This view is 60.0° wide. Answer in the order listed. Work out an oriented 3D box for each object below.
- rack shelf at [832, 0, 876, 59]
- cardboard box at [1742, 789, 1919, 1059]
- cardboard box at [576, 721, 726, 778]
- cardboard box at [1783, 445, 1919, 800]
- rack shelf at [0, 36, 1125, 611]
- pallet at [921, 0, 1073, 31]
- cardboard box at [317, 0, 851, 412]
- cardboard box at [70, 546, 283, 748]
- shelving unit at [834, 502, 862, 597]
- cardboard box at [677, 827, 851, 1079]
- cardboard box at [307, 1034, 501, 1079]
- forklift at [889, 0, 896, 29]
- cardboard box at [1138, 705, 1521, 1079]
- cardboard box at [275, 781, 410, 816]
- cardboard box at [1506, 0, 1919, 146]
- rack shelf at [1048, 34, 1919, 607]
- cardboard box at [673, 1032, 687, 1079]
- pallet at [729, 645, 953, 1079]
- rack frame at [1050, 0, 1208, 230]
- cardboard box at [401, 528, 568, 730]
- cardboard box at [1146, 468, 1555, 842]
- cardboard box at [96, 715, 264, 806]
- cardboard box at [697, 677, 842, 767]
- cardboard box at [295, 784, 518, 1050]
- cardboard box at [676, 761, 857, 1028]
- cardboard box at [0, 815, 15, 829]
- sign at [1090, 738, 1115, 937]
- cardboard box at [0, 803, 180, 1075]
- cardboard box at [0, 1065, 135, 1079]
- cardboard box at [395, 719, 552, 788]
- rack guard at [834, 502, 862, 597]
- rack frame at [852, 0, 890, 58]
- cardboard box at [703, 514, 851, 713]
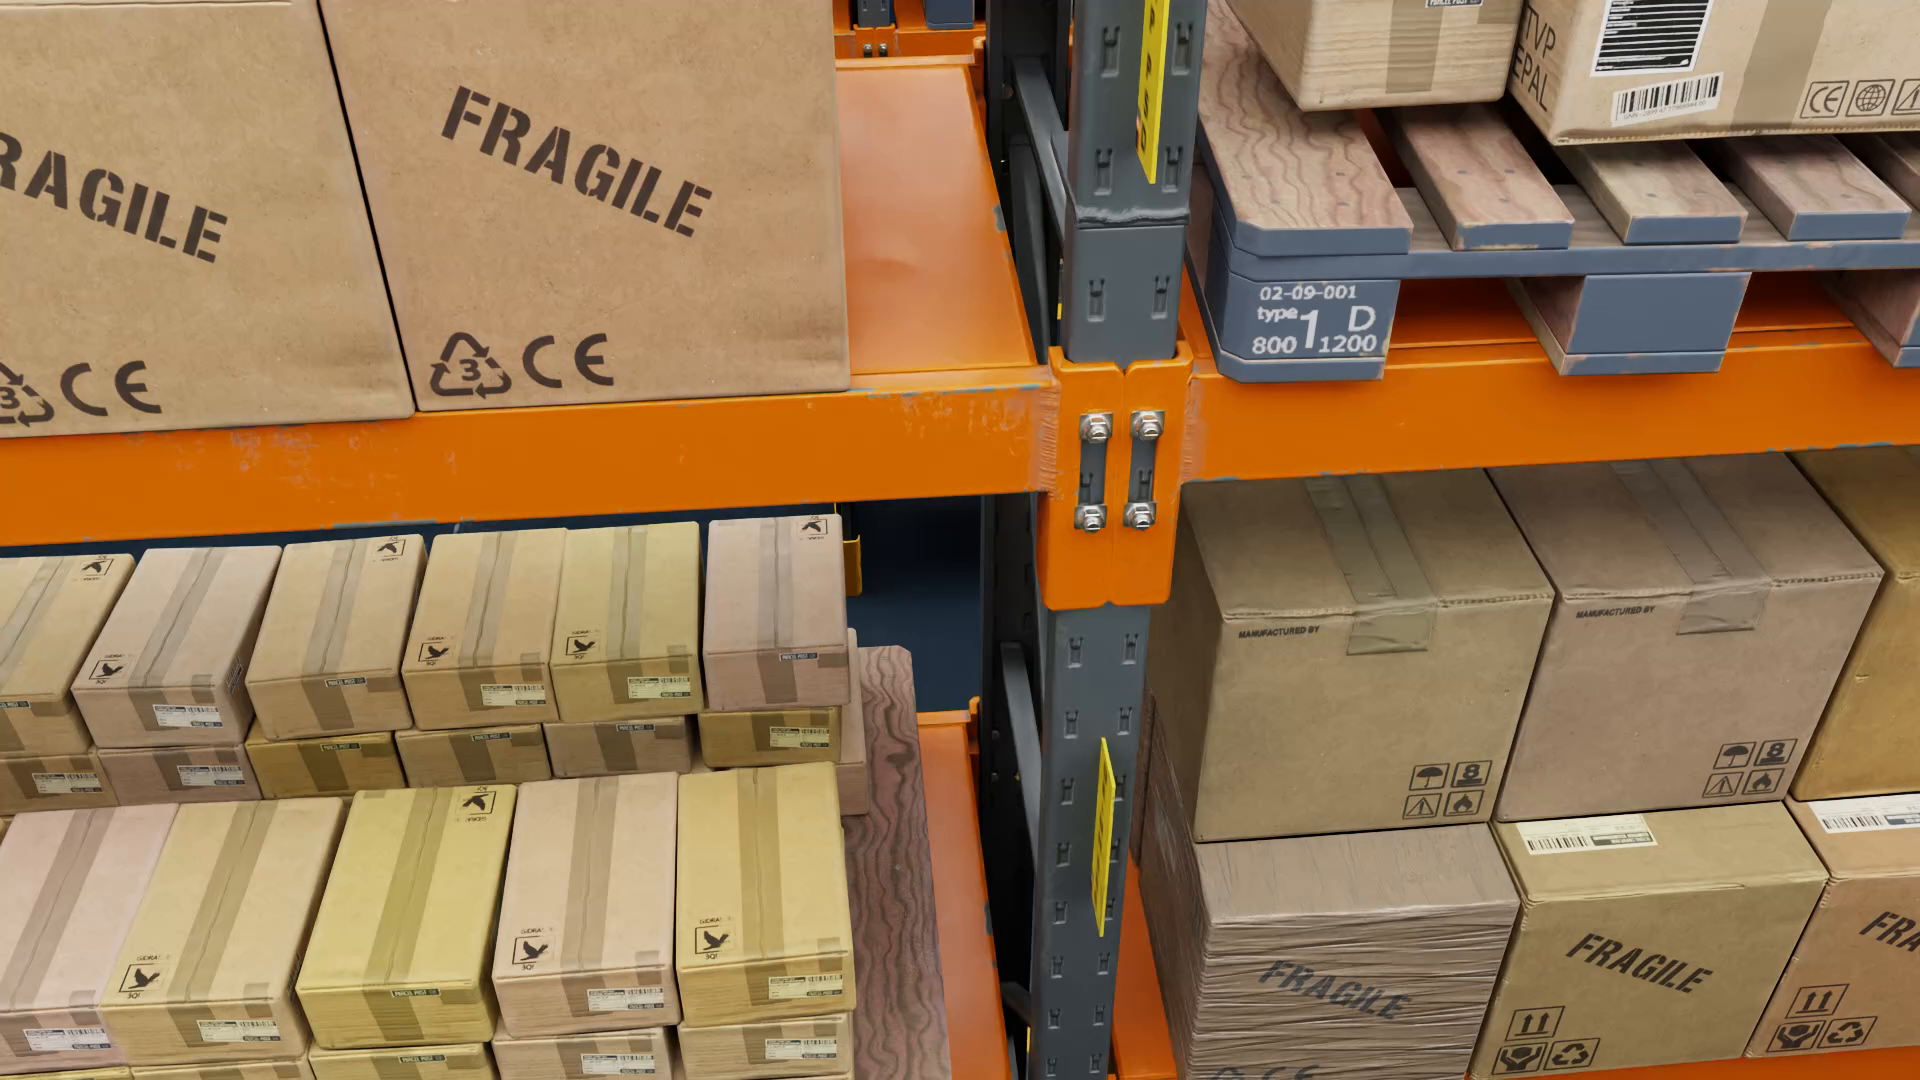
[{"bbox_3d":[-2.383,-2.135,7.114,4.000,0.370,1.077,-3,38,-4],"label":"rack shelf"},{"bbox_3d":[1.628,0.568,3.028,0.500,0.500,0.500,-3,38,-4],"label":"cardboard box"},{"bbox_3d":[-0.583,0.370,3.223,0.250,0.149,0.380,-1,38,-2],"label":"cardboard box"},{"bbox_3d":[1.611,0.014,2.923,0.500,0.500,0.700,-4,38,-5],"label":"cardboard box"},{"bbox_3d":[-1.844,-0.264,2.322,4.000,0.370,1.077,-3,38,-4],"label":"rack shelf"},{"bbox_3d":[0.309,-2.556,7.223,1.003,0.211,1.213,-3,38,-4],"label":"pallet"},{"bbox_3d":[-0.398,-0.507,1.968,0.500,0.500,0.500,-3,38,-4],"label":"cardboard box"},{"bbox_3d":[-1.375,0.185,2.977,0.250,0.149,0.380,-1,38,-2],"label":"cardboard box"},{"bbox_3d":[0.076,-0.593,5.791,1.083,1.500,0.587,-3,38,-4],"label":"shelving unit"},{"bbox_3d":[-0.304,0.647,2.632,0.250,0.149,0.380,-2,38,-3],"label":"cardboard box"},{"bbox_3d":[-0.831,0.679,2.592,0.250,0.149,0.380,-2,38,-3],"label":"cardboard box"},{"bbox_3d":[-0.061,-4.498,9.584,1.130,2.935,3.031,8,39,10],"label":"forklift"},{"bbox_3d":[0.619,0.625,2.956,0.500,0.500,0.500,-3,38,-3],"label":"cardboard box"},{"bbox_3d":[-1.120,0.401,3.184,0.250,0.149,0.380,-1,38,-2],"label":"cardboard box"},{"bbox_3d":[0.889,-0.729,1.983,0.500,0.311,0.500,-3,38,-4],"label":"cardboard box"},{"bbox_3d":[2.140,-0.483,2.600,4.000,0.370,1.077,-3,38,-4],"label":"rack shelf"},{"bbox_3d":[-0.550,0.779,2.705,0.250,0.149,0.380,-3,38,-4],"label":"cardboard box"},{"bbox_3d":[-0.552,0.702,3.093,1.003,0.211,1.213,-3,38,-4],"label":"pallet"},{"bbox_3d":[0.148,-1.833,1.309,0.127,3.000,1.000,-3,38,-4],"label":"rack frame"},{"bbox_3d":[-0.841,0.155,3.015,0.250,0.149,0.380,-3,38,-4],"label":"cardboard box"},{"bbox_3d":[0.596,0.072,2.850,0.500,0.500,0.700,-3,38,-4],"label":"cardboard box"},{"bbox_3d":[-1.386,0.302,3.070,0.250,0.149,0.380,-3,38,-4],"label":"cardboard box"},{"bbox_3d":[-0.351,0.242,3.146,0.250,0.149,0.380,-2,38,-2],"label":"cardboard box"},{"bbox_3d":[-0.811,0.559,2.504,0.250,0.149,0.380,-2,38,-3],"label":"cardboard box"},{"bbox_3d":[-0.299,0.532,2.538,0.250,0.149,0.380,-5,39,-6],"label":"cardboard box"},{"bbox_3d":[-1.636,0.430,3.148,0.250,0.149,0.380,-3,38,-3],"label":"cardboard box"},{"bbox_3d":[0.206,0.433,2.409,0.005,0.325,0.100,-3,38,-4],"label":"sign"},{"bbox_3d":[-1.317,0.585,2.470,0.250,0.149,0.380,-3,38,-4],"label":"cardboard box"},{"bbox_3d":[-1.329,0.704,2.559,0.250,0.149,0.380,-3,38,-4],"label":"cardboard box"},{"bbox_3d":[-0.887,0.274,3.104,0.250,0.149,0.380,-4,38,-5],"label":"cardboard box"},{"bbox_3d":[-0.420,-0.075,6.143,0.087,0.250,0.587,-3,38,-4],"label":"rack guard"},{"bbox_3d":[-0.391,-2.527,7.031,0.127,3.000,1.000,-3,38,-4],"label":"rack frame"},{"bbox_3d":[-0.334,0.128,3.049,0.250,0.149,0.380,-3,38,-4],"label":"cardboard box"}]
